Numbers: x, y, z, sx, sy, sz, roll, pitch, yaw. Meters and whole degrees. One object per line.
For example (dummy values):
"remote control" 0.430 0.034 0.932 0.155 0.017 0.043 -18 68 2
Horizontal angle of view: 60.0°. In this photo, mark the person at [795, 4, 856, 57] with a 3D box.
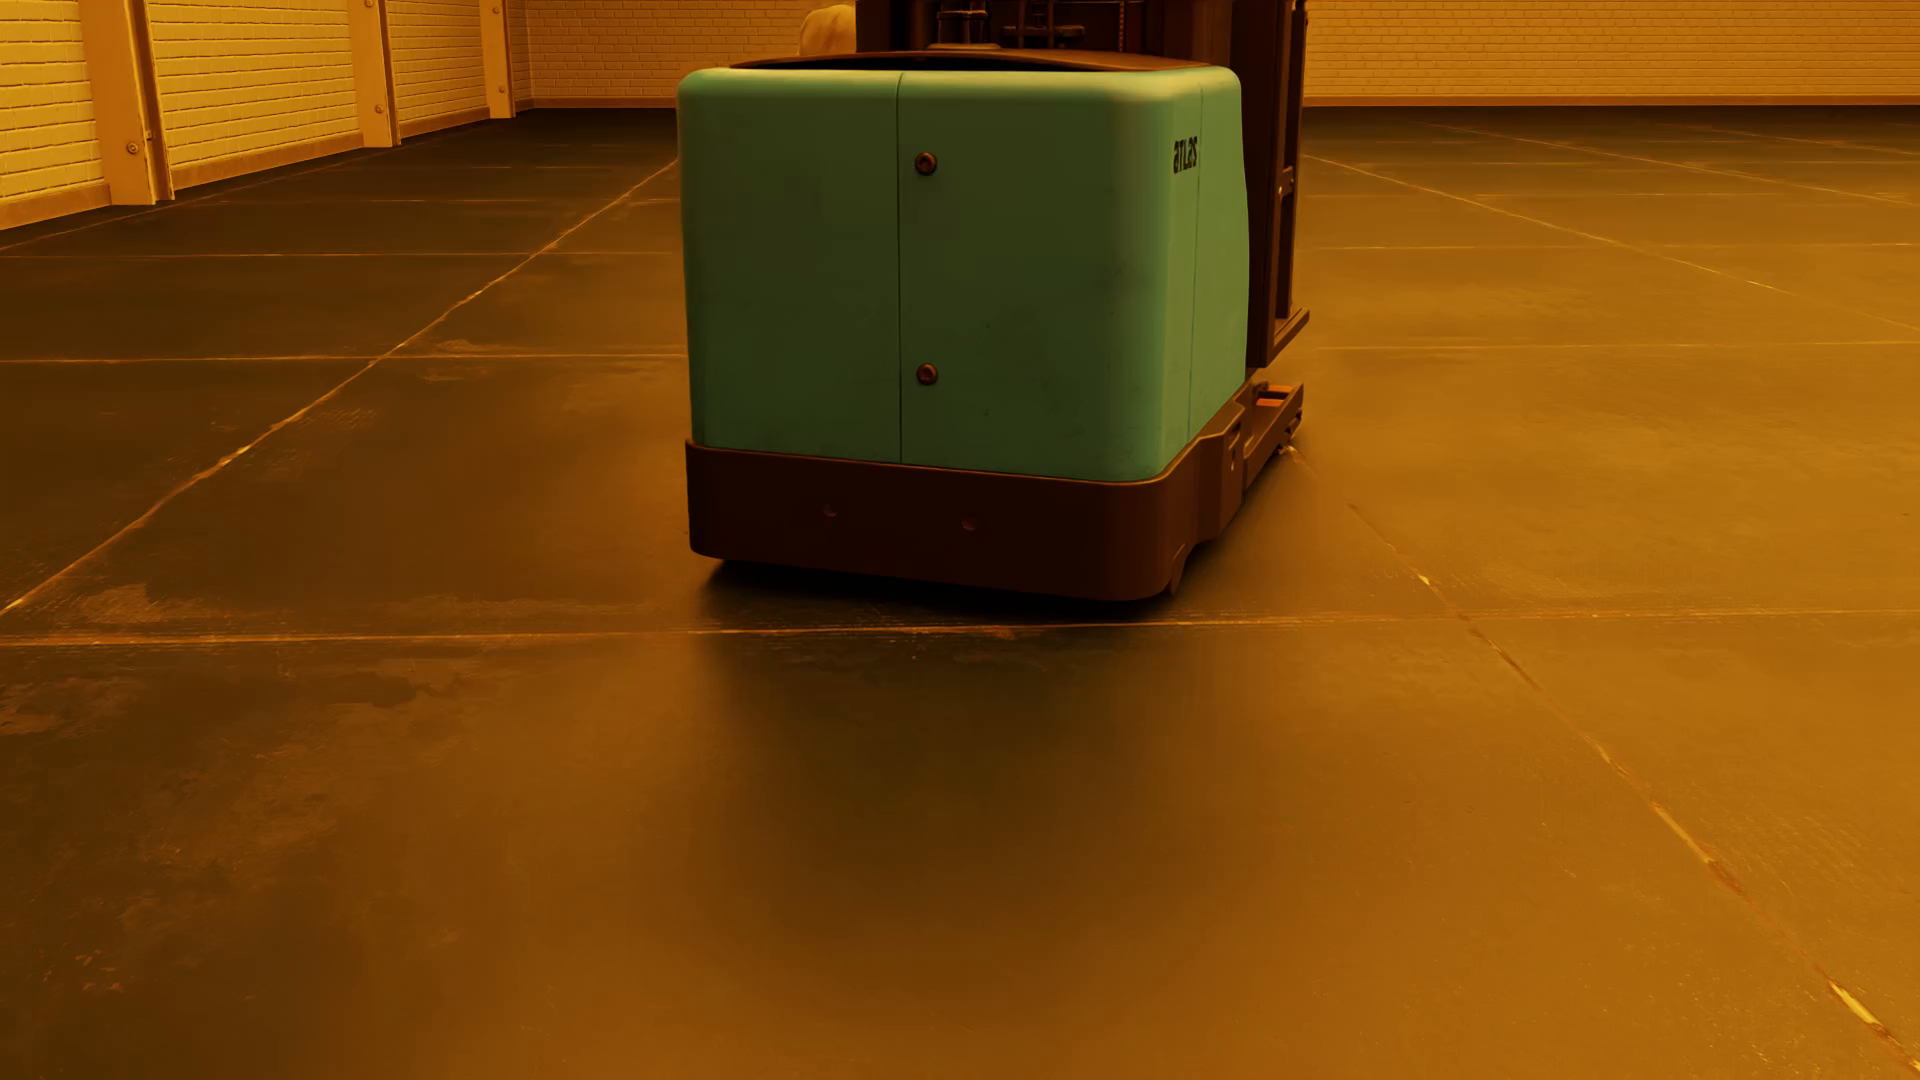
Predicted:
"person" -0.145 -1.065 4.892 0.708 1.331 0.799 -16 23 -42

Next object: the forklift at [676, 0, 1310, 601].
"forklift" 0.374 -1.671 4.371 1.130 2.935 3.031 6 18 18
